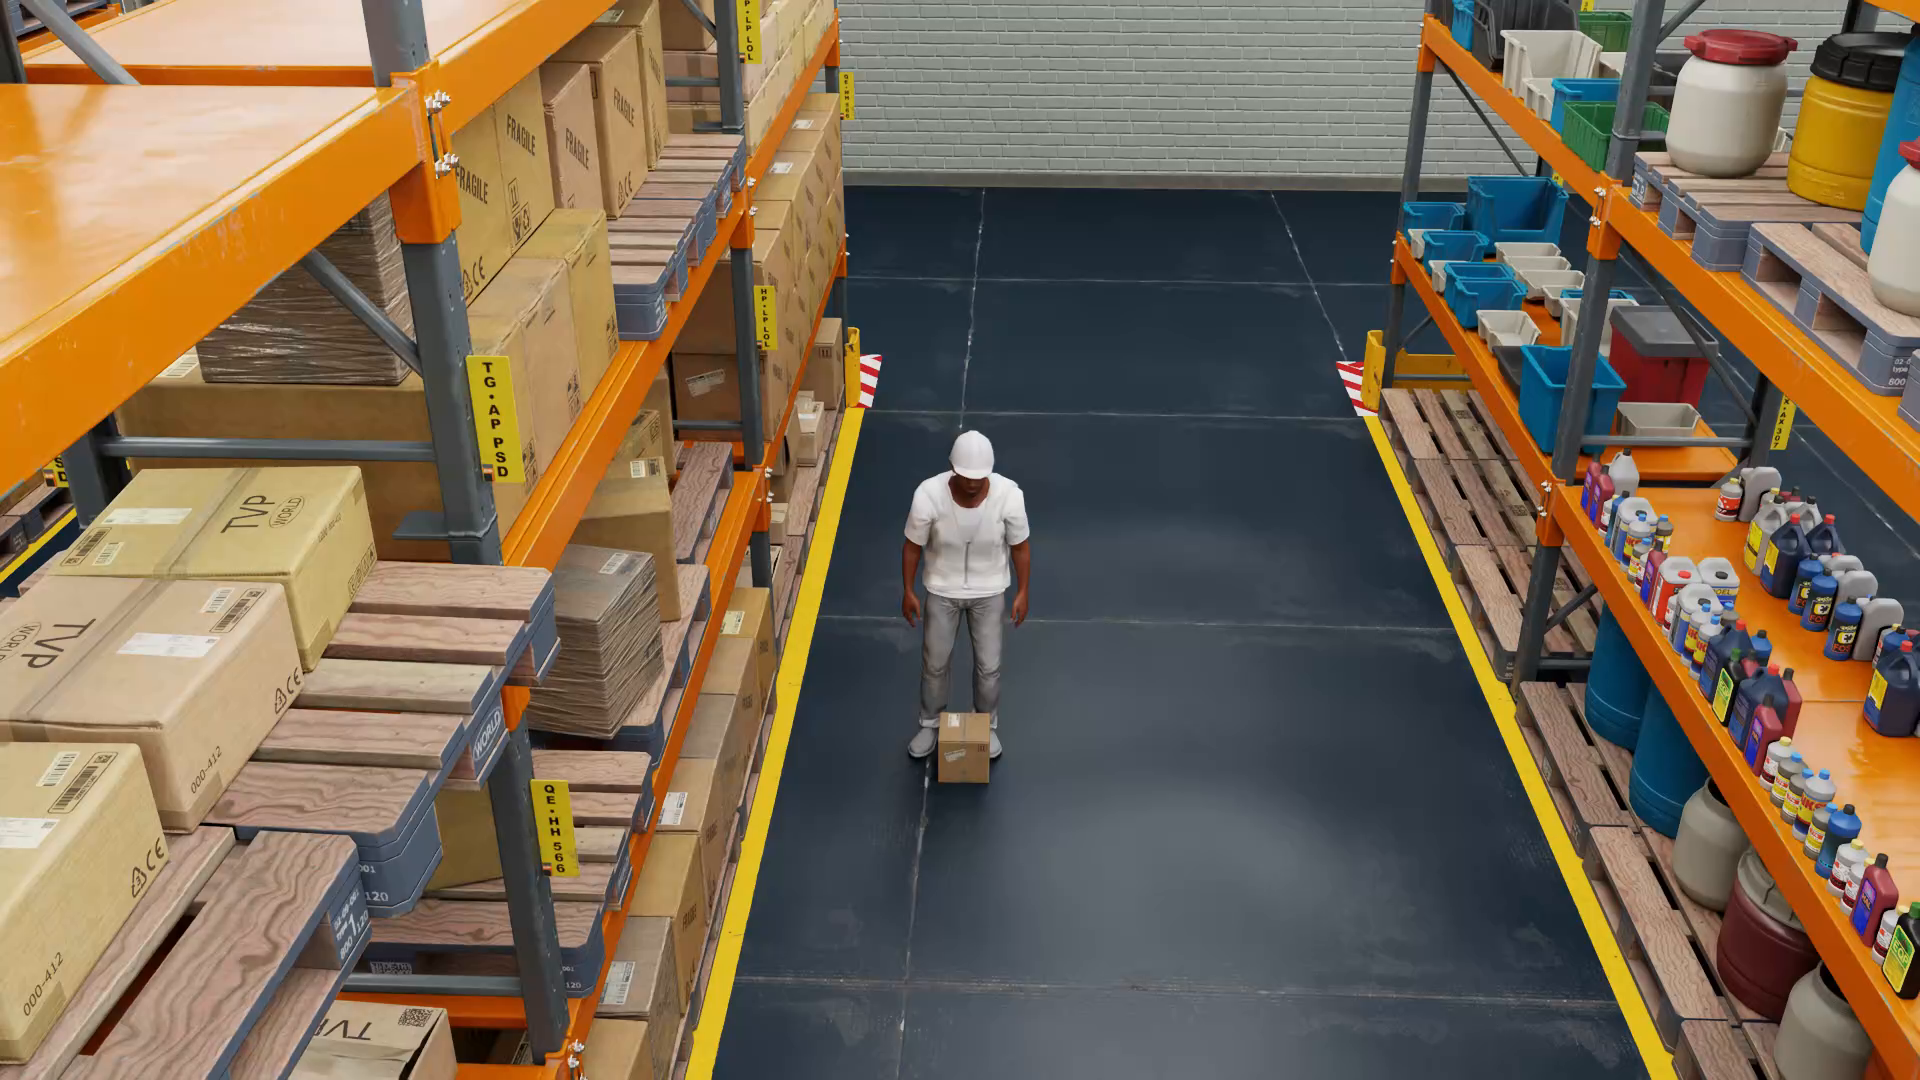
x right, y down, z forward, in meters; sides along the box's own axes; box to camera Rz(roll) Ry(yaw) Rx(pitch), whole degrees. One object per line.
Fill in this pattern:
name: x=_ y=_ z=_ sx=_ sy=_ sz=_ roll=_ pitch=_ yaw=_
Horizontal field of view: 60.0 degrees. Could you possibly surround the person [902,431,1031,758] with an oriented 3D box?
person: x=0.029 y=0.259 z=8.111 sx=0.629 sy=1.759 sz=0.460 roll=0 pitch=28 yaw=0
